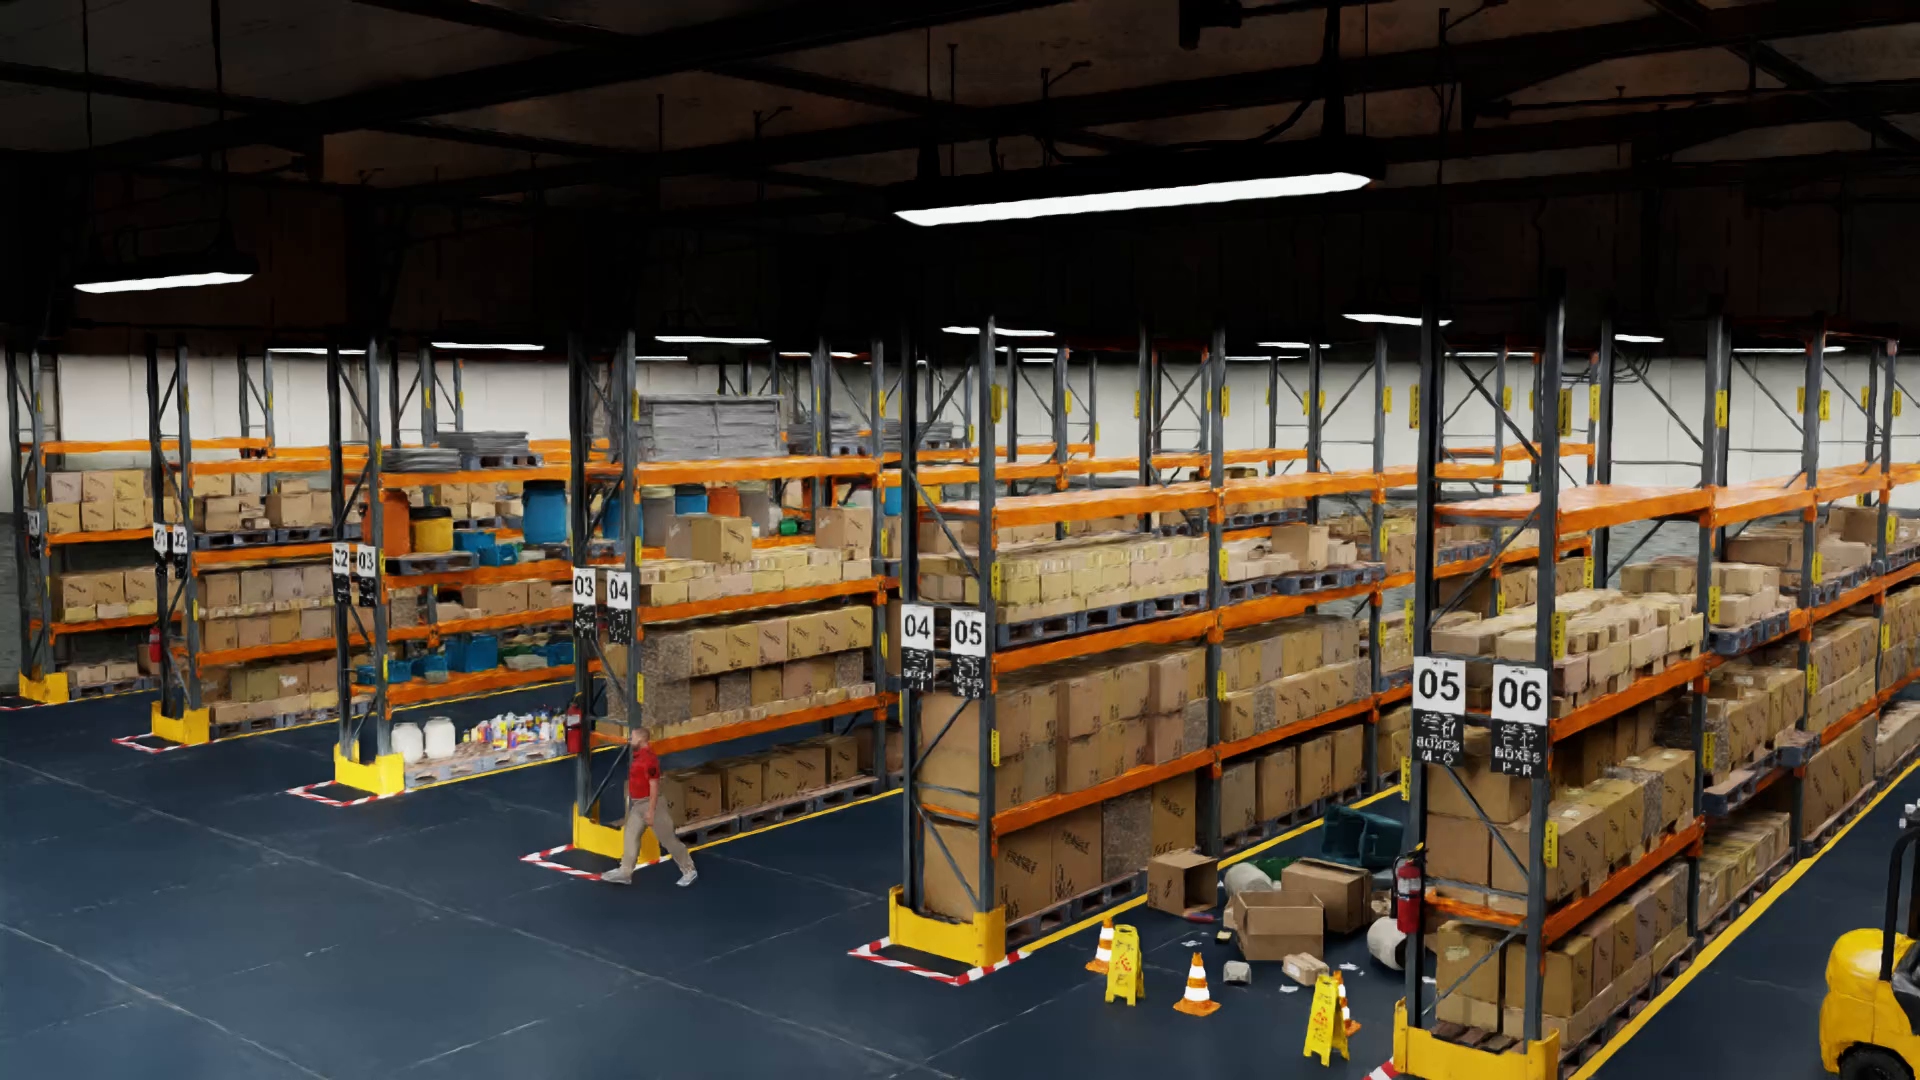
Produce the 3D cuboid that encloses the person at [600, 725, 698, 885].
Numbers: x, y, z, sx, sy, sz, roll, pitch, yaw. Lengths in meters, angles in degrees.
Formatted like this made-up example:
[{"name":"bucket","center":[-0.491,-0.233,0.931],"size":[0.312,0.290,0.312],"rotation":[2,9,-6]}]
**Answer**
[{"name":"person","center":[-3.228,2.771,17.308],"size":[0.938,1.688,0.640],"rotation":[-3,6,-27]}]
